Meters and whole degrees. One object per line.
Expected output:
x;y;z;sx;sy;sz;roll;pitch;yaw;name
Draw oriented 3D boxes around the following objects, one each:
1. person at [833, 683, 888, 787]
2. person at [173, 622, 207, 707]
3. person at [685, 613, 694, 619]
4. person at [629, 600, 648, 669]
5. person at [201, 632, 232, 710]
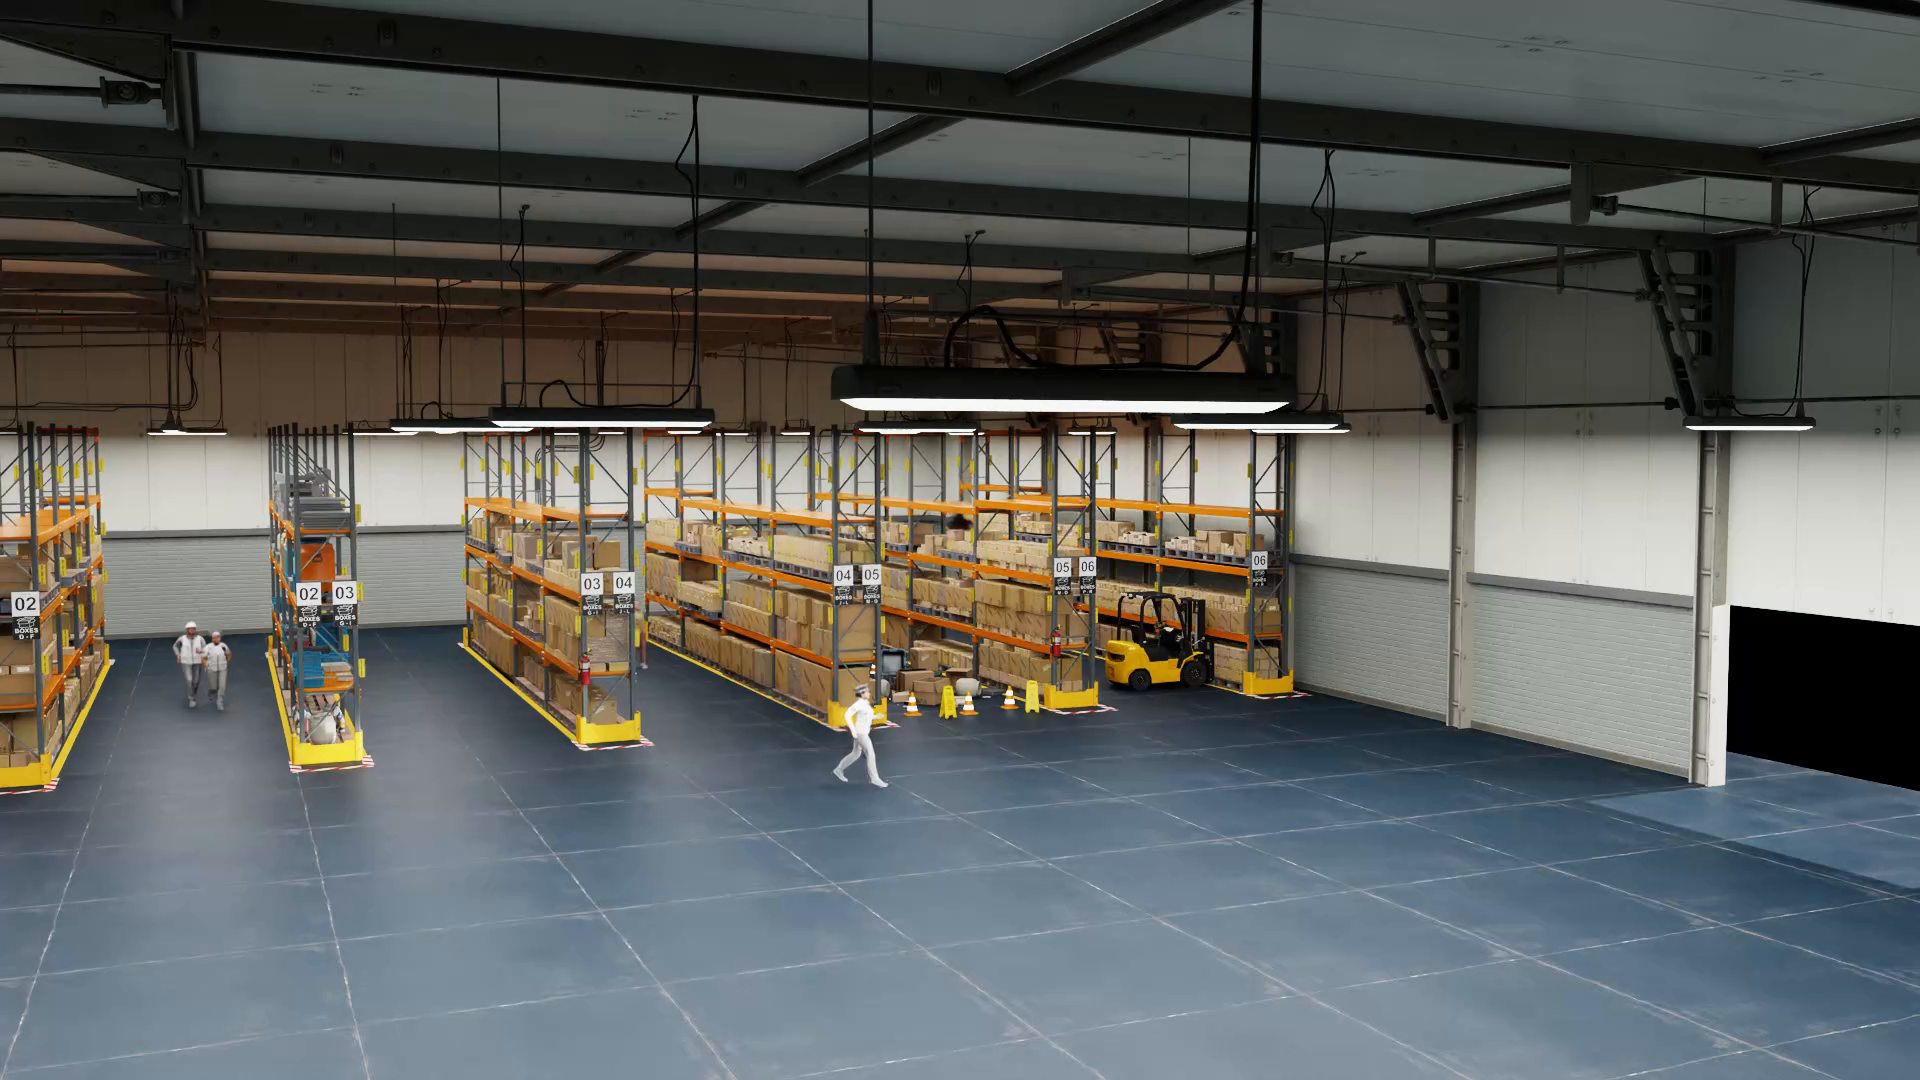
-1.639;3.185;27.239;0.927;1.699;0.600;0;3;5;person
-16.437;2.635;35.590;0.658;1.772;0.872;-3;4;-36;person
-8.079;1.889;49.171;0.499;1.674;0.727;2;4;33;person
-8.048;2.332;41.453;0.574;1.674;0.950;-2;4;-33;person
-15.779;2.763;35.317;0.612;1.637;0.645;-2;4;-33;person
